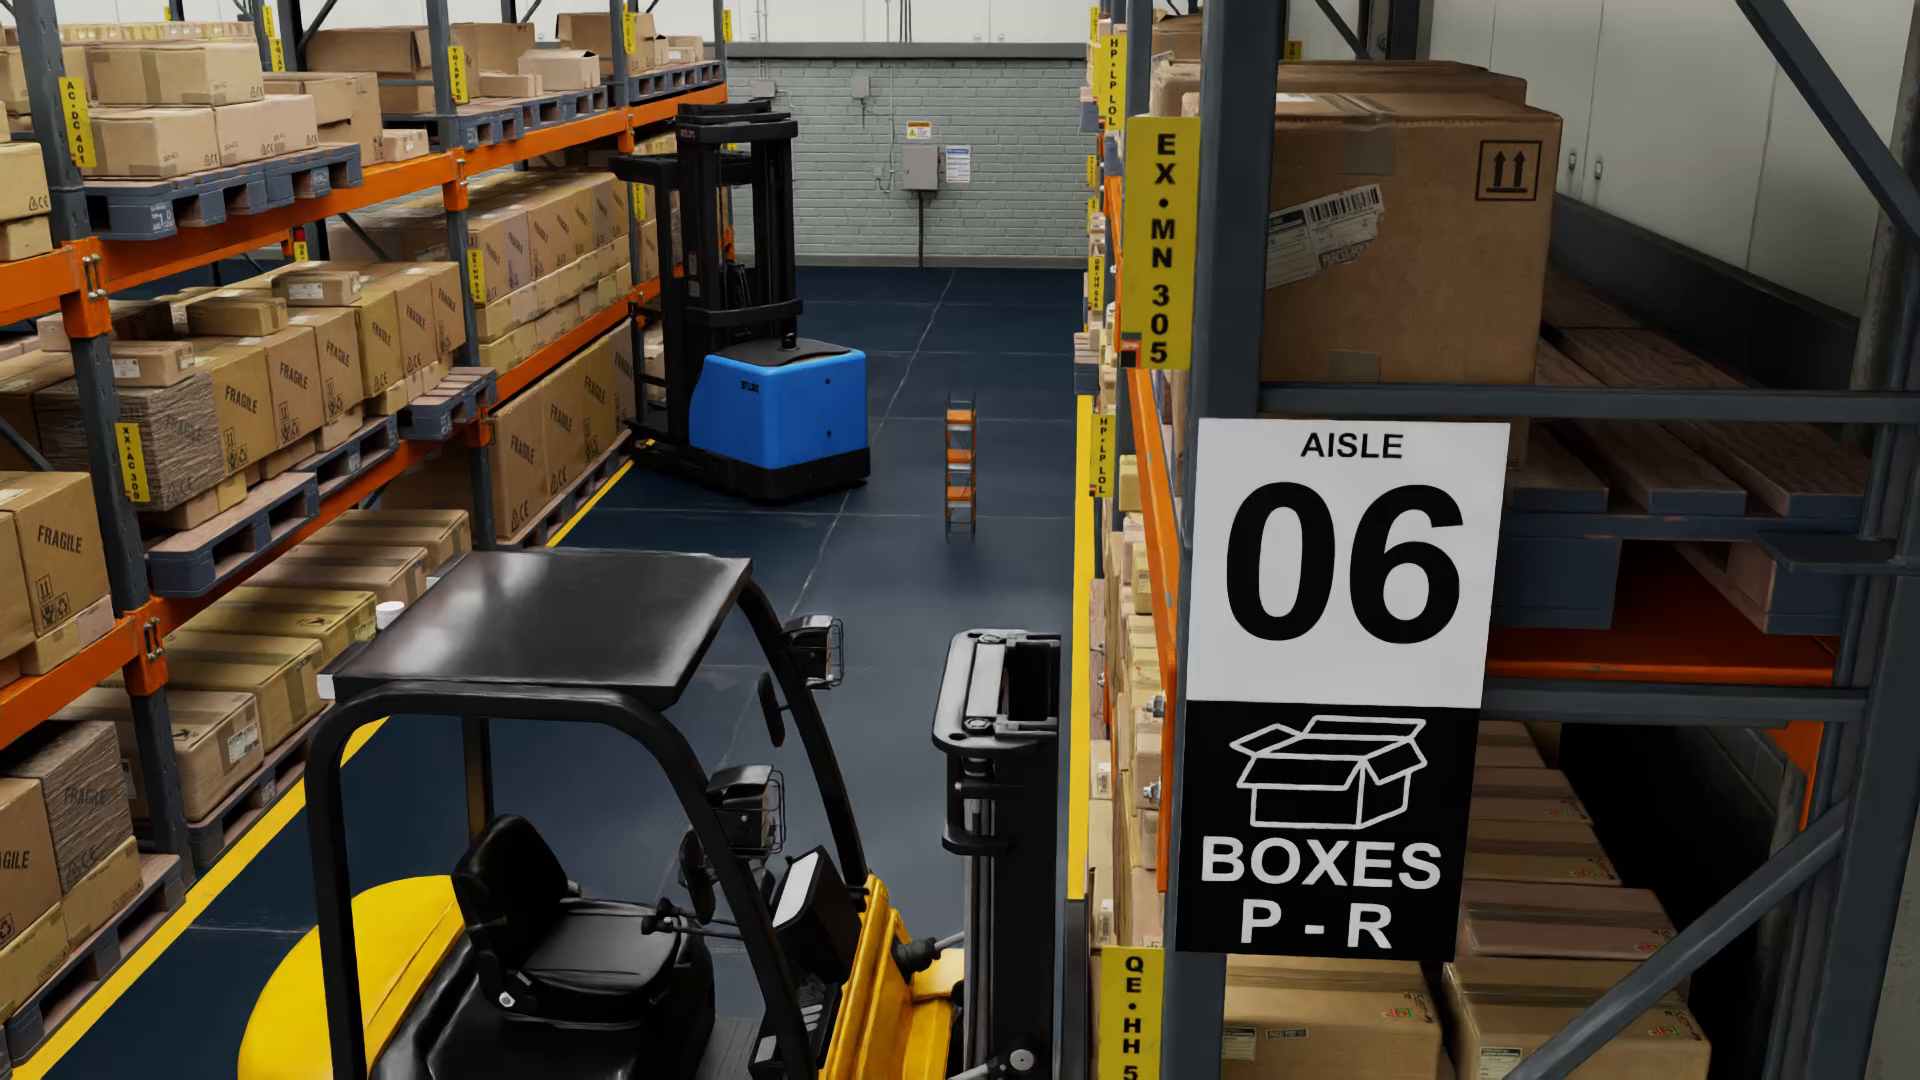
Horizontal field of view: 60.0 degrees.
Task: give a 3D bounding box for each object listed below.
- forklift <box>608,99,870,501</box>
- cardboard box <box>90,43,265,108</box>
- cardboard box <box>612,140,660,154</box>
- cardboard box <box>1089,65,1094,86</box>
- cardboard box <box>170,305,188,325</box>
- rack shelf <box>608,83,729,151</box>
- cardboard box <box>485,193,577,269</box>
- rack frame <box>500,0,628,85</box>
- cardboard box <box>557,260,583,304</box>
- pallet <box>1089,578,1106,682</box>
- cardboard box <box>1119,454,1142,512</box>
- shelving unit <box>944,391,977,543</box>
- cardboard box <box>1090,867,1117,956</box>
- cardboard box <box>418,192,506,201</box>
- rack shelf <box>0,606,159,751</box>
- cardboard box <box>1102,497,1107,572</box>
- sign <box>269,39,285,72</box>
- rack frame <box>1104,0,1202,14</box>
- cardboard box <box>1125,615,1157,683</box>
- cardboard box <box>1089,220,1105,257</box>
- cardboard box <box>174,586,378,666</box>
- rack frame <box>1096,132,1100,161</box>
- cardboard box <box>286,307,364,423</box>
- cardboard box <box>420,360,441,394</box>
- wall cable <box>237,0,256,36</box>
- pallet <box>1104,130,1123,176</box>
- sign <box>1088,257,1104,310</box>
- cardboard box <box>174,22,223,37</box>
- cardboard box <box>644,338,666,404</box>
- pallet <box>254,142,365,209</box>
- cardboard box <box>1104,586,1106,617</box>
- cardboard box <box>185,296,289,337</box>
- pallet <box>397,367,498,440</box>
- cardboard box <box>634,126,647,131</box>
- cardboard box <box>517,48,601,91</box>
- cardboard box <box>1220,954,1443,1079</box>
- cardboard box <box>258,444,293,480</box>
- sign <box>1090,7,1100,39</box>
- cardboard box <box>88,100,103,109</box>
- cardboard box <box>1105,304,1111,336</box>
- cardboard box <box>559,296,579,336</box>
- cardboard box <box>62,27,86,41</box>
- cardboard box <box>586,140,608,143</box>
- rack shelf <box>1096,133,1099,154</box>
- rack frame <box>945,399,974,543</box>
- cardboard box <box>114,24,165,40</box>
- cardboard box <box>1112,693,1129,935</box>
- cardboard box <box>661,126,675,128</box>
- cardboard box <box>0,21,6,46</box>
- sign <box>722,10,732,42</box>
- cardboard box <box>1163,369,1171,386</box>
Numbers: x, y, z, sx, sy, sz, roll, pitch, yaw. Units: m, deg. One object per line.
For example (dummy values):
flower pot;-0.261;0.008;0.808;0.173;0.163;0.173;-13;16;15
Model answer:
forklift;-2.101;-2.070;13.534;1.130;2.935;3.031;-17;24;-41
cardboard box;-3.395;-2.028;7.241;0.500;0.250;0.500;1;18;3
cardboard box;-2.949;-3.553;15.141;0.380;0.149;0.250;1;18;4
cardboard box;1.168;-3.516;12.588;0.380;0.149;0.250;2;18;5
cardboard box;-3.944;-0.923;8.610;0.500;0.500;0.500;1;18;2
rack shelf;-3.145;-4.098;15.952;1.077;0.370;4.000;1;18;4
cardboard box;-3.178;-2.293;12.337;0.500;0.500;0.500;2;18;5
rack frame;-3.288;-5.245;13.477;1.000;3.000;0.127;1;18;4
cardboard box;-3.157;-1.942;12.470;0.500;0.250;0.500;2;18;5
pallet;1.278;0.538;9.941;1.003;0.211;1.213;1;18;4
cardboard box;0.770;-0.204;6.049;0.380;0.149;0.250;2;18;5
shelving unit;0.004;-0.516;11.810;0.215;1.050;0.252;1;18;4
cardboard box;0.671;1.289;5.307;0.500;0.250;0.500;2;18;6
cardboard box;-3.685;-2.311;12.392;0.500;0.500;0.500;1;18;3
rack shelf;-4.005;1.054;5.045;1.077;0.370;4.000;1;18;4
cardboard box;0.895;-0.047;7.489;0.500;0.250;0.500;1;18;4
sign;-4.128;-2.875;10.105;0.100;0.325;0.005;1;18;4
rack frame;1.663;-5.135;13.142;1.000;3.000;0.127;1;18;4
cardboard box;0.684;0.335;4.881;0.380;0.149;0.250;1;18;2
cardboard box;1.368;-2.225;13.061;0.700;0.500;0.500;1;18;5
cardboard box;-3.731;0.538;9.010;0.950;0.372;0.625;2;18;6
rack frame;1.949;-3.526;17.868;1.000;3.000;0.127;1;18;4
cardboard box;-3.432;-0.905;8.556;0.500;0.500;0.500;1;18;2
cardboard box;-3.284;-0.960;9.766;0.380;0.149;0.250;1;18;3
wall cable;-9.043;-9.916;22.567;2.277;5.999;0.120;1;18;4
pallet;1.416;-2.165;9.198;1.213;0.211;1.003;2;18;6
sign;0.834;-1.563;10.145;0.100;0.325;0.005;1;18;4
cardboard box;-7.810;-5.232;17.055;0.380;0.149;0.250;1;18;2
cardboard box;-3.136;-1.568;15.332;0.875;0.438;0.875;1;18;3
pallet;-3.640;-1.757;7.951;1.213;0.211;1.003;1;18;4
cardboard box;1.318;0.081;9.999;0.875;0.625;0.625;2;18;6
cardboard box;-3.500;-1.084;8.058;0.380;0.149;0.250;2;18;7
pallet;-3.520;-0.836;9.967;1.213;0.211;1.003;1;18;4
cardboard box;-3.385;-4.120;16.870;0.380;0.149;0.250;1;18;2
cardboard box;-3.142;-3.698;13.043;0.500;0.311;0.500;1;18;4
cardboard box;0.618;0.830;2.893;0.380;0.149;0.250;1;18;4
cardboard box;-3.476;-0.400;8.055;0.380;0.149;0.250;2;18;5
sign;1.408;-5.379;17.301;0.100;0.325;0.005;1;18;4
cardboard box;-3.923;-1.804;7.362;0.500;0.250;0.500;2;18;5
cardboard box;1.059;-1.305;9.886;0.380;0.149;0.250;2;18;6
cardboard box;-3.195;-1.702;12.542;0.500;0.250;0.500;1;18;4
cardboard box;-7.918;-4.423;14.584;0.380;0.149;0.250;1;18;2
cardboard box;-3.429;-3.563;15.172;0.380;0.149;0.250;1;18;3
rack shelf;1.806;-3.989;15.617;1.077;0.370;4.000;1;18;4
rack frame;-0.005;-0.478;11.695;0.200;1.050;0.008;1;18;4
cardboard box;-7.823;-4.828;15.819;0.380;0.149;0.250;1;18;2
cardboard box;0.684;0.760;4.625;0.500;0.500;0.500;1;18;4
cardboard box;-2.816;-4.112;16.848;0.380;0.149;0.250;2;18;5
cardboard box;-8.370;-4.030;13.753;0.700;0.500;0.500;1;18;4
sign;-2.461;-5.428;17.560;0.100;0.325;0.005;1;18;4
cardboard box;0.559;-0.374;2.999;0.380;0.149;0.250;1;18;2
